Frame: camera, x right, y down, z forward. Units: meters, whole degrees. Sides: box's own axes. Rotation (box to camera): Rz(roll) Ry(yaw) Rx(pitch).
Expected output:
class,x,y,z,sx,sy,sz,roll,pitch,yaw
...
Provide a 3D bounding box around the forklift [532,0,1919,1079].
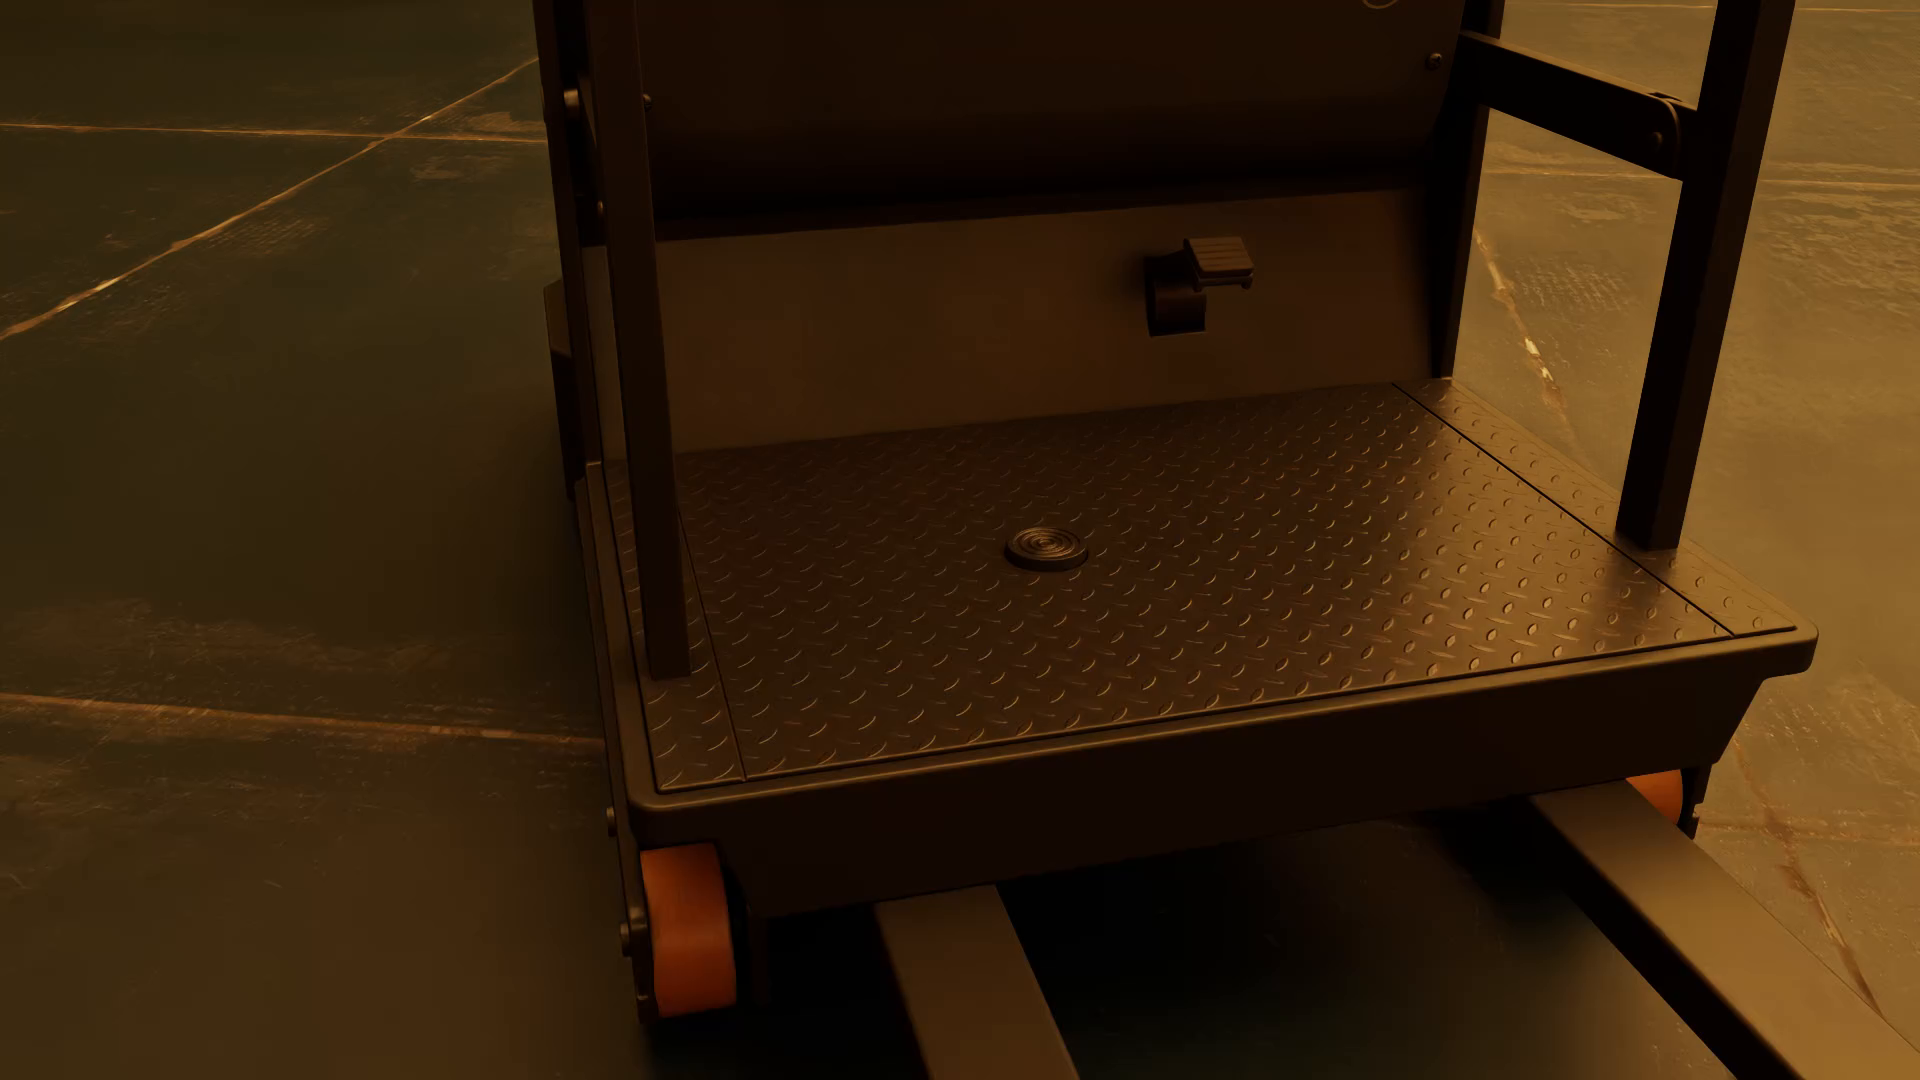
class,x,y,z,sx,sy,sz,roll,pitch,yaw
forklift,0.153,-1.049,1.319,1.130,2.935,3.031,-7,27,-13
